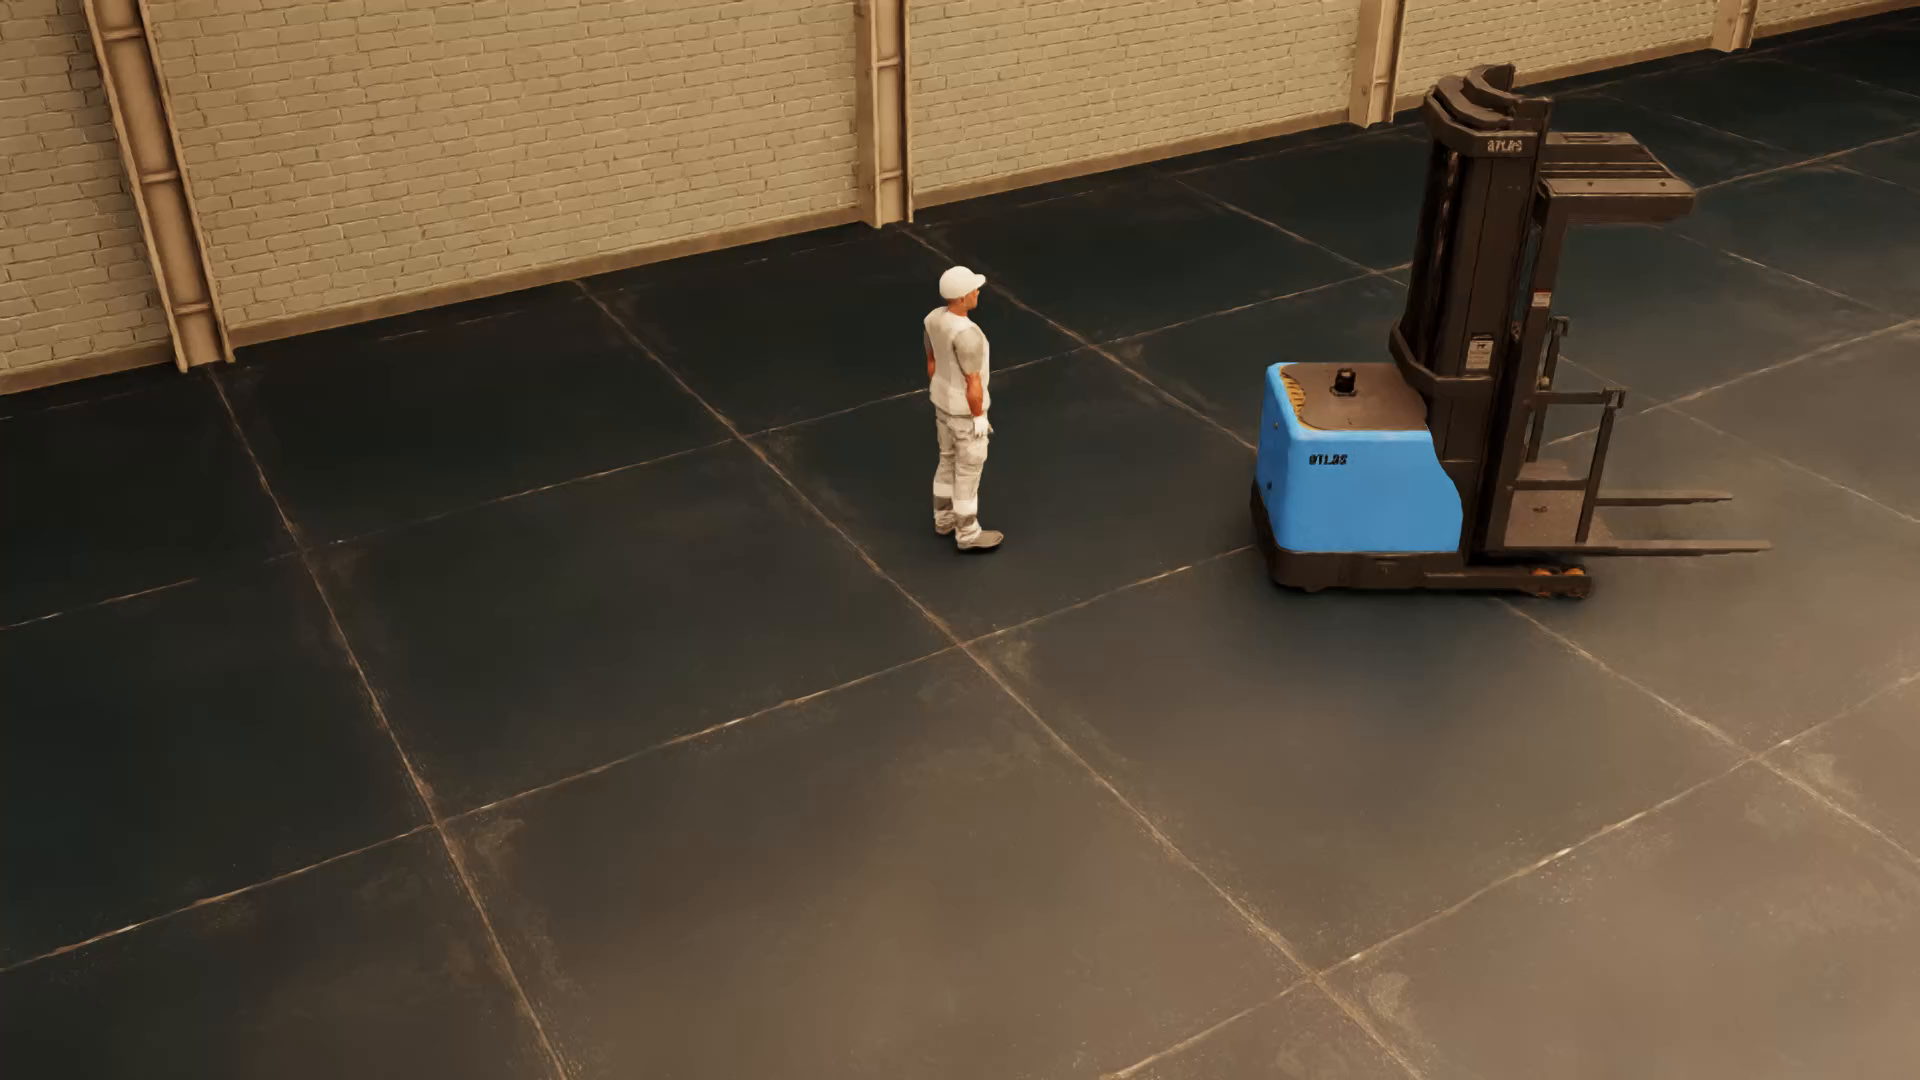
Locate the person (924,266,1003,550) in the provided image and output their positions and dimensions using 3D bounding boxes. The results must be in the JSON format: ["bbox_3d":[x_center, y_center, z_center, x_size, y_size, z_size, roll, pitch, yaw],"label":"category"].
[{"bbox_3d":[0.017,-0.809,10.029,0.349,1.795,0.540,-17,35,-26],"label":"person"}]

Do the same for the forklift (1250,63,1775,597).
[{"bbox_3d":[3.385,-1.192,9.637,3.031,2.935,1.130,0,31,0],"label":"forklift"}]
